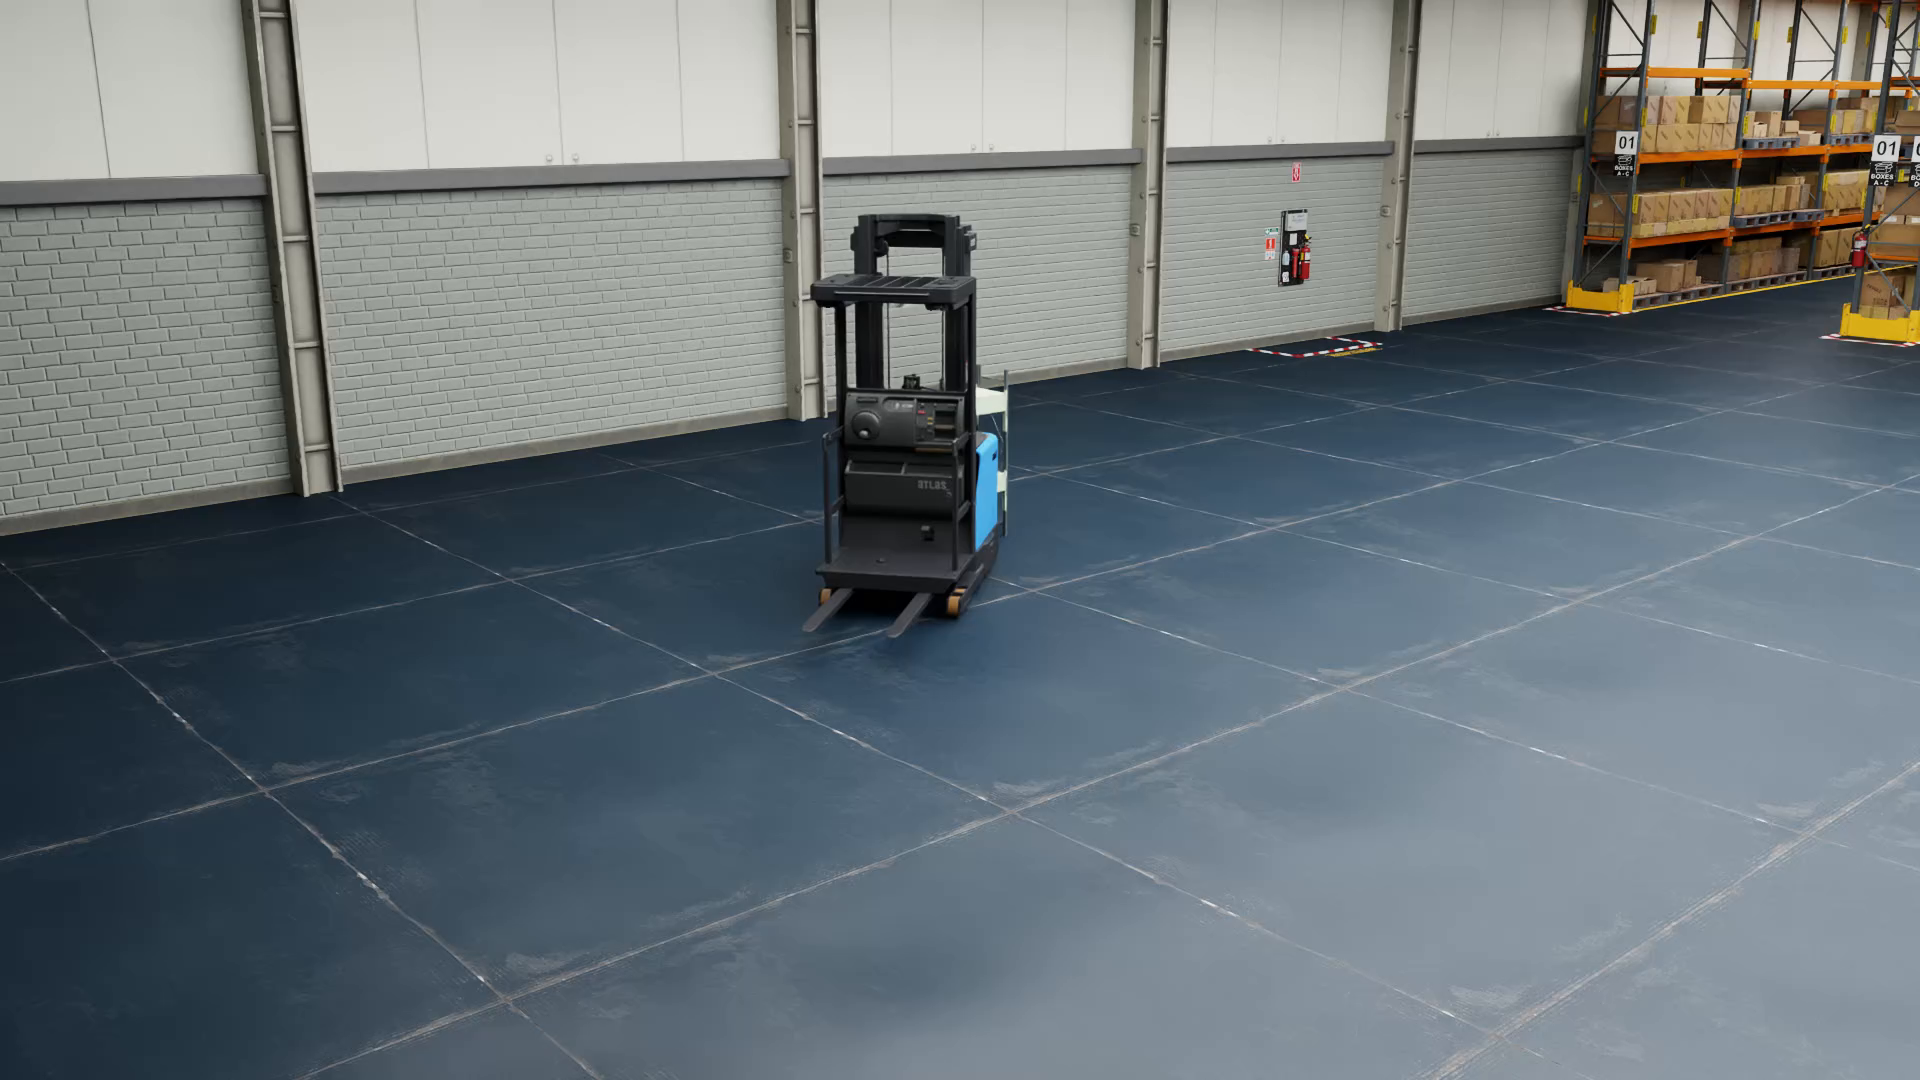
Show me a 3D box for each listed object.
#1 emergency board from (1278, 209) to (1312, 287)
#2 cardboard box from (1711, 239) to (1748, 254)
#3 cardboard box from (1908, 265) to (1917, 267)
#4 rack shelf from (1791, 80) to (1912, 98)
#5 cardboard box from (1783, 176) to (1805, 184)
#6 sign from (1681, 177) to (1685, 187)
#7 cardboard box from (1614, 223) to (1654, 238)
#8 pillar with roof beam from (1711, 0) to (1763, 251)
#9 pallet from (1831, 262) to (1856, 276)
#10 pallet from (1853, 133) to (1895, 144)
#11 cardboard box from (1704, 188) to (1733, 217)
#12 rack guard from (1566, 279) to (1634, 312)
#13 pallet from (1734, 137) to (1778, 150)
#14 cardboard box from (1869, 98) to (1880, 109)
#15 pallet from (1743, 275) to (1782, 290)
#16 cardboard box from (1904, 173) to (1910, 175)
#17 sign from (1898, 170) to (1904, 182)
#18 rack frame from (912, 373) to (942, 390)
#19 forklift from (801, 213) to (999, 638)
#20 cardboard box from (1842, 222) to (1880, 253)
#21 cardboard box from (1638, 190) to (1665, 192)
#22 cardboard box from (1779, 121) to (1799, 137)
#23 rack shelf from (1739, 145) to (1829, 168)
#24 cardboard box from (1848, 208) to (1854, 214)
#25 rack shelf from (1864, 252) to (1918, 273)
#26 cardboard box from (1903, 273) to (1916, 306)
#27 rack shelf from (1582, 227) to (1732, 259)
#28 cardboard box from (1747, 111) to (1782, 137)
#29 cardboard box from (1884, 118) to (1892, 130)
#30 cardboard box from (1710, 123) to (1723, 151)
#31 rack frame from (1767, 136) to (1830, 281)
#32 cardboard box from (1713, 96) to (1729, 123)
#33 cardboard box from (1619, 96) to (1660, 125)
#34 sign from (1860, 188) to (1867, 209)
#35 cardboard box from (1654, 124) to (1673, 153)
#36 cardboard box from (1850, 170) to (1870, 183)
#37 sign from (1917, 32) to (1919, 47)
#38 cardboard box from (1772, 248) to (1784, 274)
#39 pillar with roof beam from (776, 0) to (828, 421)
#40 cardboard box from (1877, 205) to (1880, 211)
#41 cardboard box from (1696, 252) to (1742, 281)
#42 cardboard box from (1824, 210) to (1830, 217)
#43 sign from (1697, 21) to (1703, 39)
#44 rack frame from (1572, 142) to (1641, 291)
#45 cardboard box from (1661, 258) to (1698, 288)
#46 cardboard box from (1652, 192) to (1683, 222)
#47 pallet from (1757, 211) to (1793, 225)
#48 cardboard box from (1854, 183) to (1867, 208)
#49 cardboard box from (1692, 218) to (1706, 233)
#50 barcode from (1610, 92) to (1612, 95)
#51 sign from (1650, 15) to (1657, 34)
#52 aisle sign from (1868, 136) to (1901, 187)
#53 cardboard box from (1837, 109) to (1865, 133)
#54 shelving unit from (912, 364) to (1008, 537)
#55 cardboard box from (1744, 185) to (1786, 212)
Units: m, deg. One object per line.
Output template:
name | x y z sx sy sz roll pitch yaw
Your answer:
emergency board | 5.295 -4.572 26.054 0.643 1.169 0.194 -13 19 -39
cardboard box | 15.642 -5.961 33.791 0.500 0.250 0.500 -13 20 -41
cardboard box | 16.713 -4.476 28.757 0.500 0.500 0.500 -13 19 -39
rack shelf | 19.294 -9.764 36.037 4.000 0.370 1.077 -13 19 -39
cardboard box | 17.545 -7.578 35.004 0.380 0.149 0.250 13 20 40
sign | 14.401 -7.057 33.114 0.005 0.325 0.100 -13 19 -39
cardboard box | 12.327 -5.671 30.419 0.500 0.250 0.500 -13 20 -41
pillar with roof beam | 19.063 -9.076 31.292 0.400 9.000 9.100 -13 19 -39
pallet | 19.350 -6.045 36.973 1.213 0.211 1.003 -13 19 -39
pallet | 20.144 -8.937 36.955 1.217 0.209 0.805 -14 20 -42
cardboard box | 14.614 -6.550 32.256 0.500 0.500 0.500 -13 20 -39
rack guard | 11.808 -4.518 30.695 0.348 0.500 1.175 -13 19 -39
pallet | 15.304 -7.833 32.812 1.003 0.211 1.213 -13 19 -39
cardboard box | 20.053 -9.694 36.919 0.500 0.250 0.500 -11 18 -35
pallet | 16.275 -5.383 34.494 1.213 0.211 1.003 -13 19 -39
cardboard box | 22.901 -8.354 39.633 0.700 0.700 0.980 -13 20 -40
sign | 21.167 -8.163 37.406 0.005 0.325 0.100 -13 19 -39
rack frame | -0.272 -0.673 14.363 0.023 1.500 0.400 -12 19 -39
forklift | -0.467 -0.935 12.570 1.130 2.935 3.031 3 15 11
cardboard box | 20.398 -6.774 37.651 0.750 0.750 0.750 -12 19 -39
cardboard box | 13.120 -6.391 31.661 0.500 0.500 0.500 -12 19 -39
cardboard box | 16.747 -8.375 34.241 0.637 0.503 0.797 -9 18 -32
rack shelf | 16.277 -7.831 33.835 4.000 0.370 1.077 -13 19 -39
cardboard box | 19.336 -7.229 36.449 0.250 0.149 0.380 -13 19 -39
rack shelf | 16.514 -4.740 28.078 4.000 0.370 1.077 -13 19 -39
cardboard box | 15.932 -4.118 27.417 0.500 0.500 0.500 -13 19 -39
rack shelf | 13.259 -5.704 31.686 4.000 0.370 1.077 -13 19 -39
cardboard box | 16.163 -8.377 33.478 0.500 0.500 0.500 -14 20 -41
cardboard box | 21.165 -9.535 38.105 0.500 0.250 0.500 -12 19 -39
cardboard box | 14.159 -7.681 31.647 0.500 0.500 0.500 14 20 42
rack frame | 17.785 -7.068 35.398 0.127 3.000 1.000 -13 19 -39
cardboard box | 14.159 -8.148 31.457 0.500 0.500 0.500 -11 19 -36
cardboard box | 12.200 -7.721 29.860 0.500 0.500 0.500 14 21 43
sign | 14.659 -5.531 26.941 0.005 0.325 0.100 -13 19 -39
cardboard box | 12.595 -7.312 30.266 0.500 0.500 0.500 -11 19 -36
cardboard box | 19.842 -8.009 36.661 0.500 0.250 0.500 -12 19 -38
sign | 21.168 -11.030 36.642 0.005 0.325 0.100 -13 19 -39
cardboard box | 16.812 -5.876 34.927 0.500 0.500 0.700 -13 20 -39
pillar with roof beam | 0.958 -5.011 16.071 0.400 9.000 9.100 -13 19 -39
cardboard box | 20.334 -7.439 37.235 0.250 0.149 0.380 -12 19 -38
cardboard box | 15.312 -5.523 33.606 0.500 0.500 0.700 -12 19 -38
cardboard box | 18.382 -7.008 35.621 0.250 0.149 0.380 -12 19 -39
sign | 14.399 -9.924 32.347 0.005 0.325 0.100 -13 19 -39
rack frame | 11.750 -5.713 30.325 0.127 3.000 1.000 -13 19 -39
cardboard box | 14.011 -5.212 32.440 0.500 0.500 0.500 14 21 43
cardboard box | 13.081 -6.203 30.958 0.500 0.500 0.500 -13 20 -41
pallet | 16.319 -6.632 34.138 1.213 0.211 1.003 -13 19 -39
cardboard box | 19.484 -7.563 36.441 0.500 0.500 0.500 -12 19 -38
cardboard box | 13.859 -6.017 31.717 0.500 0.250 0.500 -13 20 -40
barcode | 11.958 -8.201 30.533 0.075 0.075 0.001 -13 19 -39
sign | 12.106 -8.995 29.024 0.005 0.325 0.100 -13 19 -39
aisle sign | 14.763 -6.051 26.553 0.004 0.787 0.394 -13 19 -39
cardboard box | 19.270 -9.149 36.329 0.500 0.500 0.700 -13 20 -39
shelving unit | 0.006 -0.734 14.593 0.755 1.500 0.431 -12 19 -39
cardboard box | 16.512 -7.032 34.217 0.500 0.500 0.700 -13 19 -39
